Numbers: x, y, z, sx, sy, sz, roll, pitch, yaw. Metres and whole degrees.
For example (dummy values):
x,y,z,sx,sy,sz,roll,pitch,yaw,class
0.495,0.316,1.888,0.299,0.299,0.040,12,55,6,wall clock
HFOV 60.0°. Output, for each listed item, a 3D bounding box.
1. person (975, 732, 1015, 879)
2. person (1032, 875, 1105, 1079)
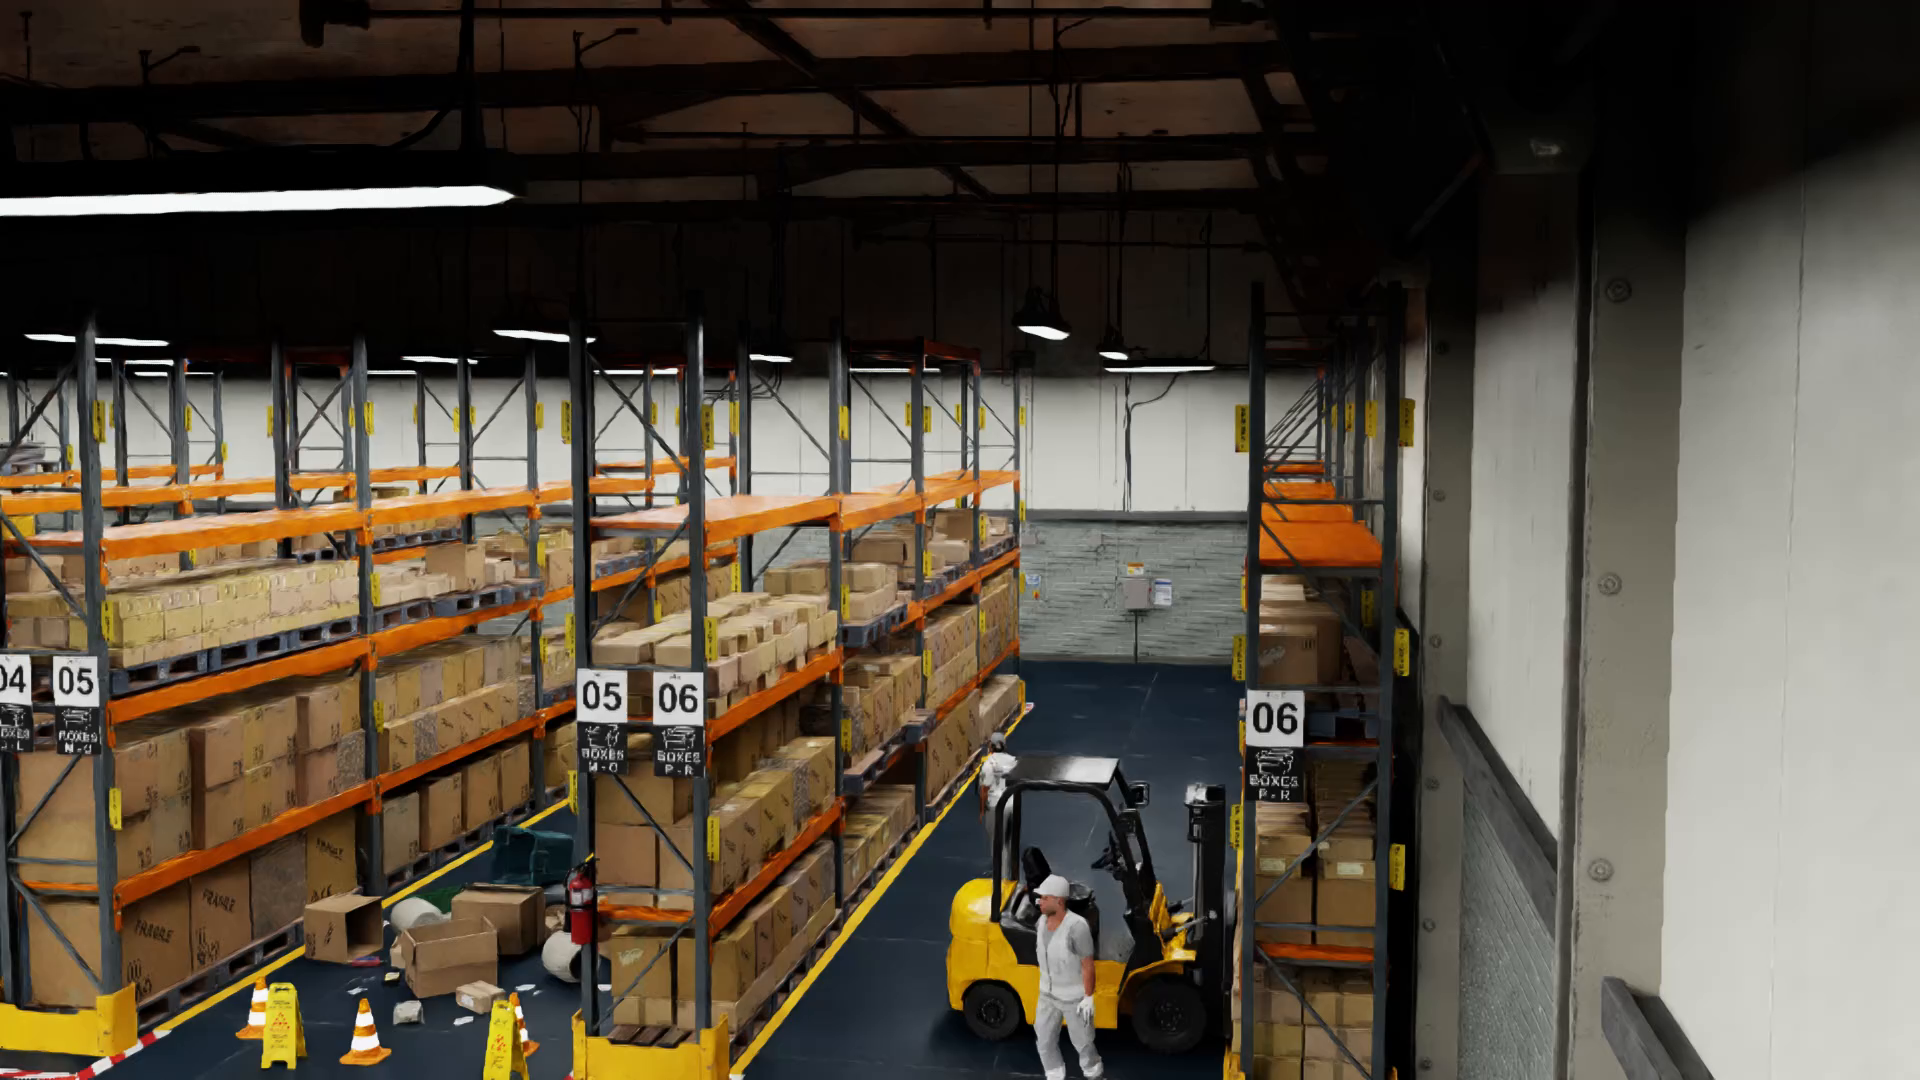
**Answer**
x,y,z,sx,sy,sz,roll,pitch,yaw,class
0.397,2.887,17.888,0.554,1.659,0.598,4,6,42,person
0.800,3.309,12.140,0.574,1.775,0.567,-4,6,-43,person
